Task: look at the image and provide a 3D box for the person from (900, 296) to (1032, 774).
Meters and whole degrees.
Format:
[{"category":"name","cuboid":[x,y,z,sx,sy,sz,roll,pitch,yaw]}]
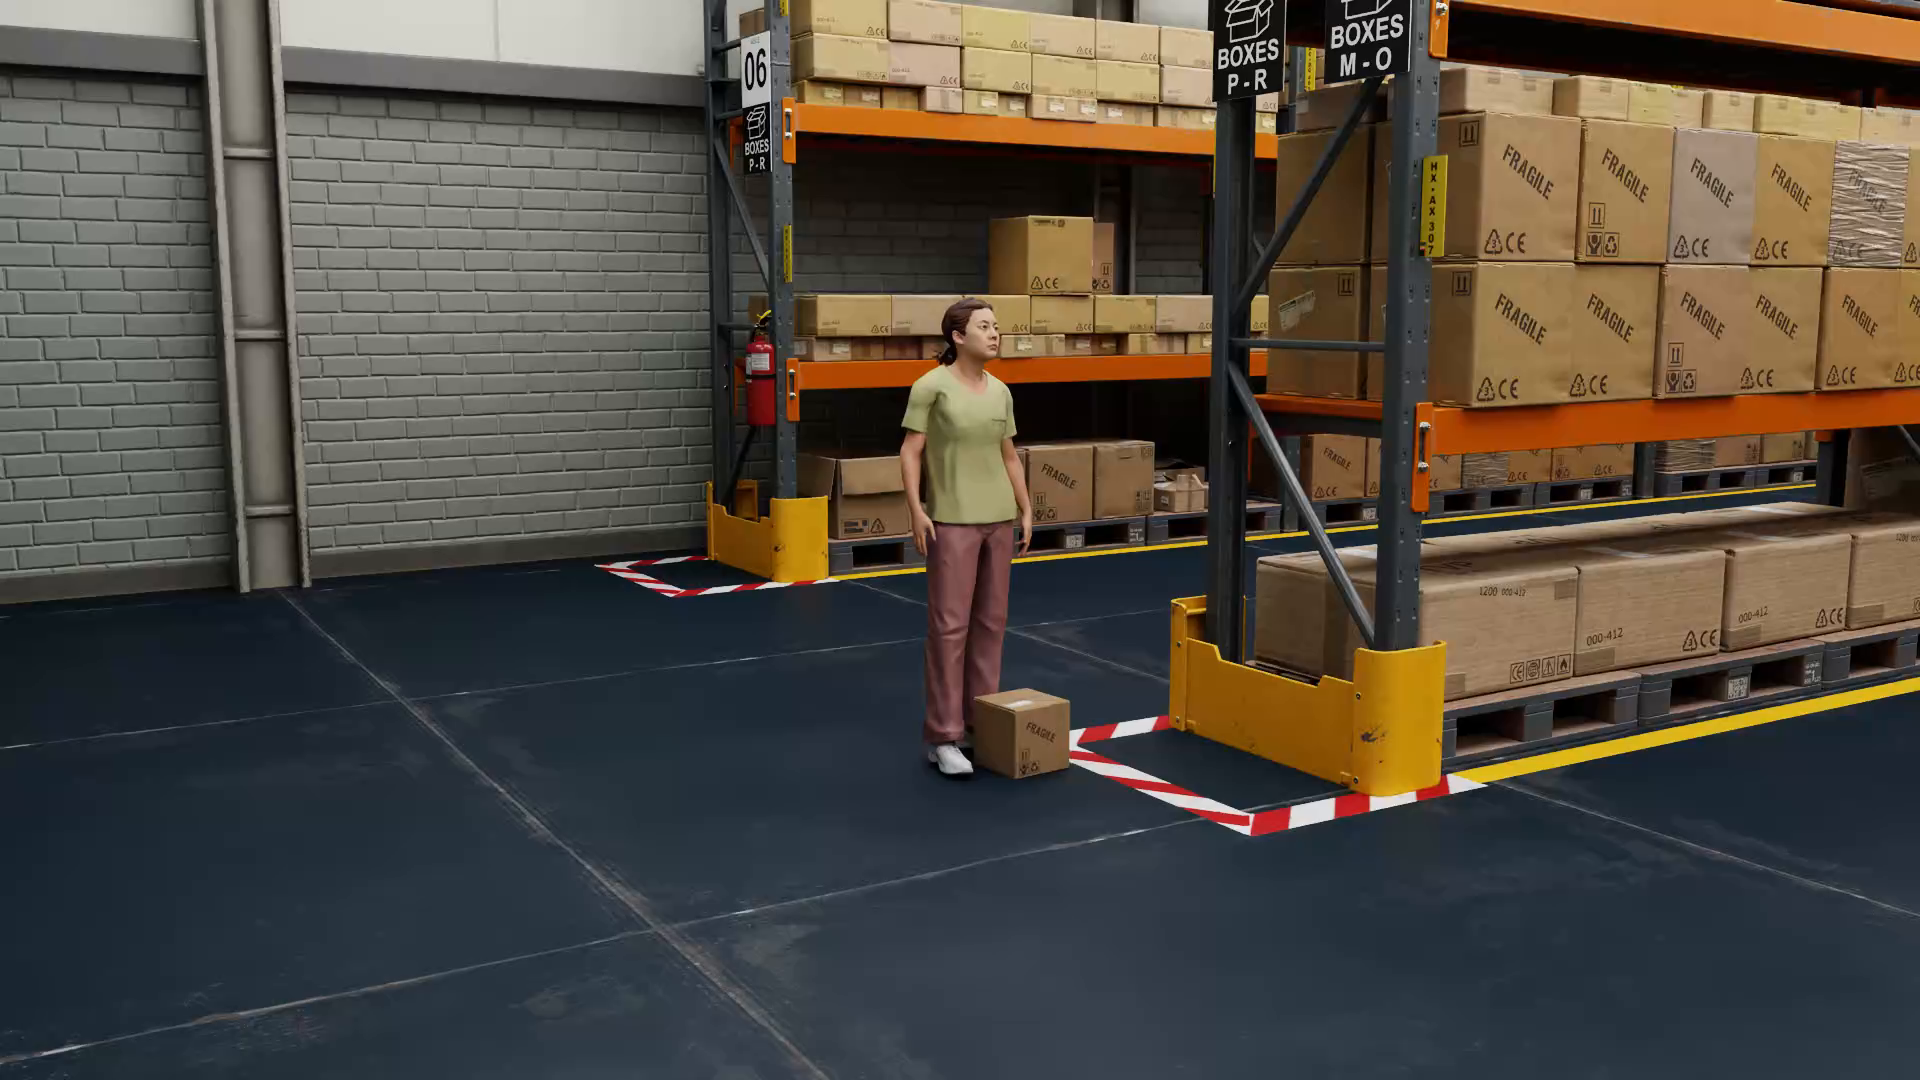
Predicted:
[{"category":"person","cuboid":[0.070,-0.041,6.051,0.553,1.673,0.547,-6,10,-34]}]
